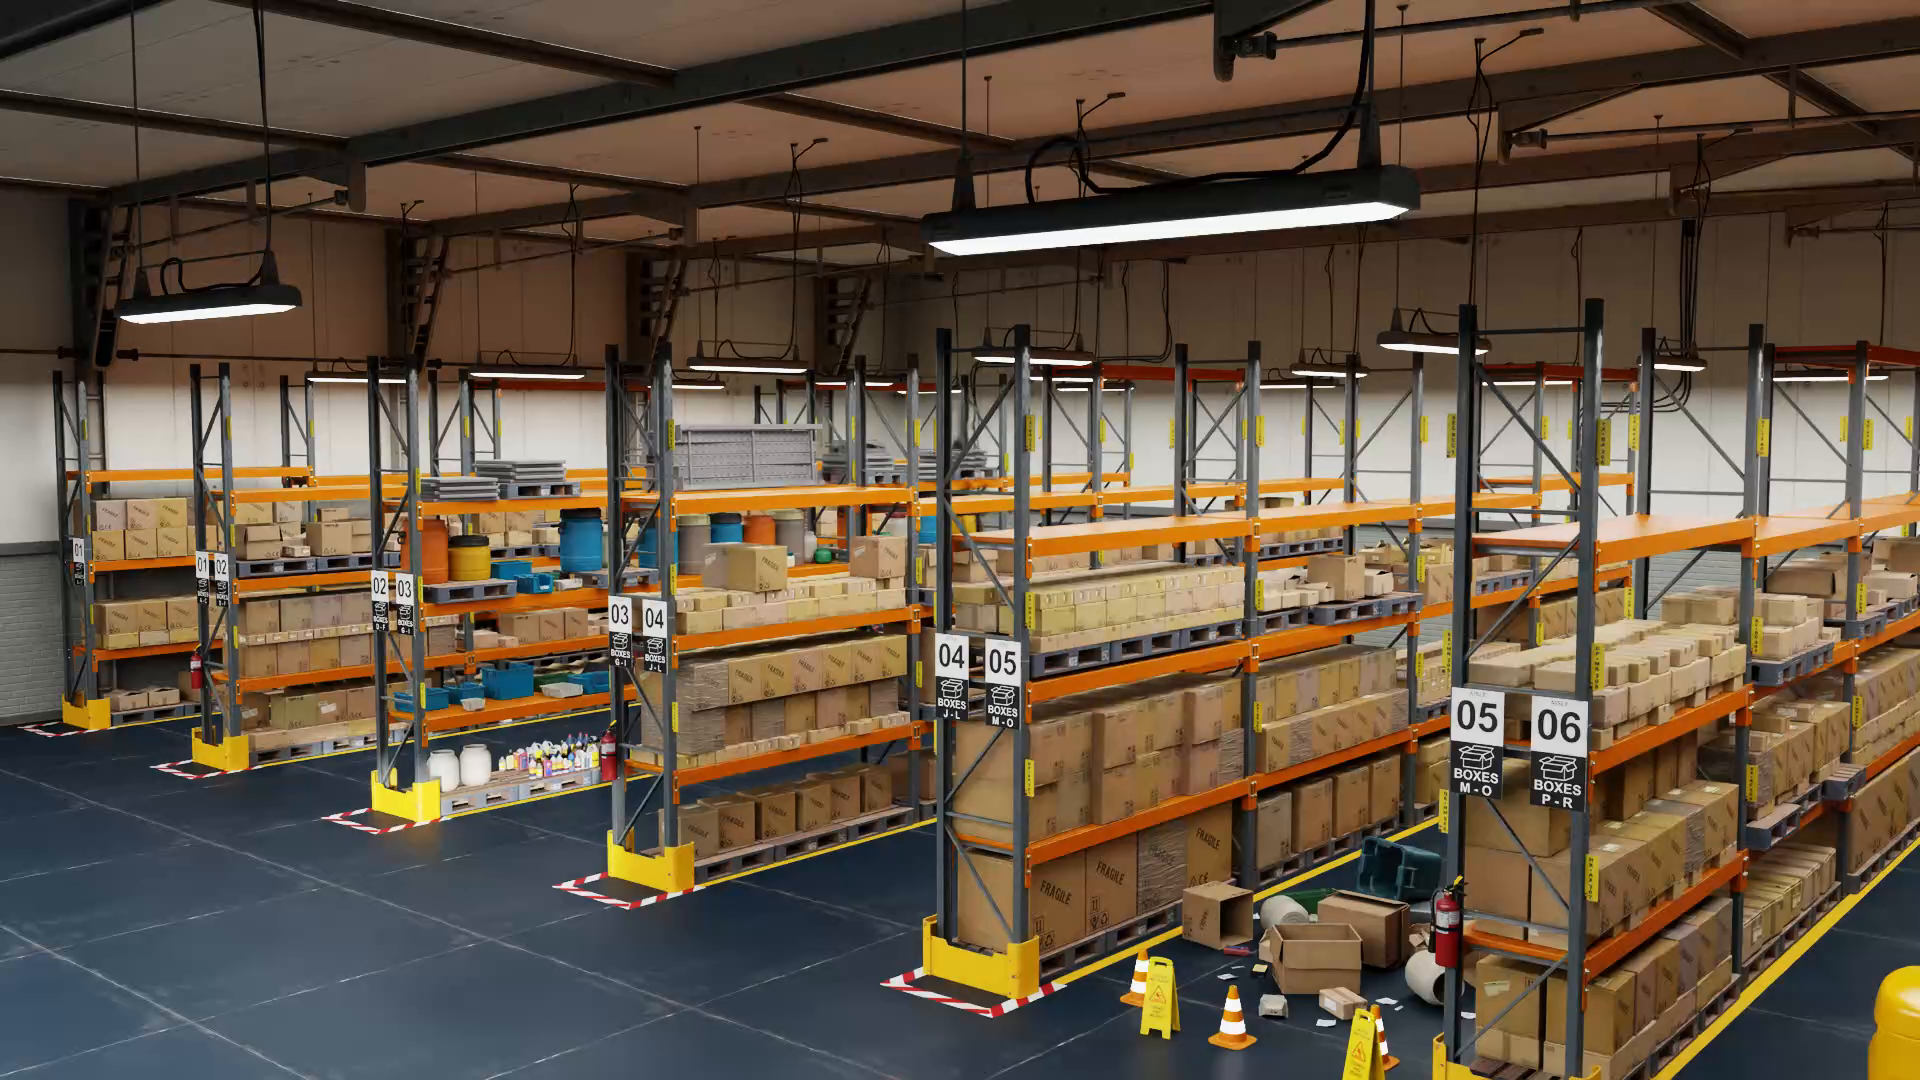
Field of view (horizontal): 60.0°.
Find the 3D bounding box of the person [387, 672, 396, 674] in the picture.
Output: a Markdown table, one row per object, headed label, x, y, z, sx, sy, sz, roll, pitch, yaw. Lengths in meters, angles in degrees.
| label | x | y | z | sx | sy | sz | roll | pitch | yaw |
| --- | --- | --- | --- | --- | --- | --- | --- | --- | --- |
| person | -9.942 | 2.211 | 28.866 | 0.688 | 1.721 | 0.582 | 2 | 5 | 30 |
